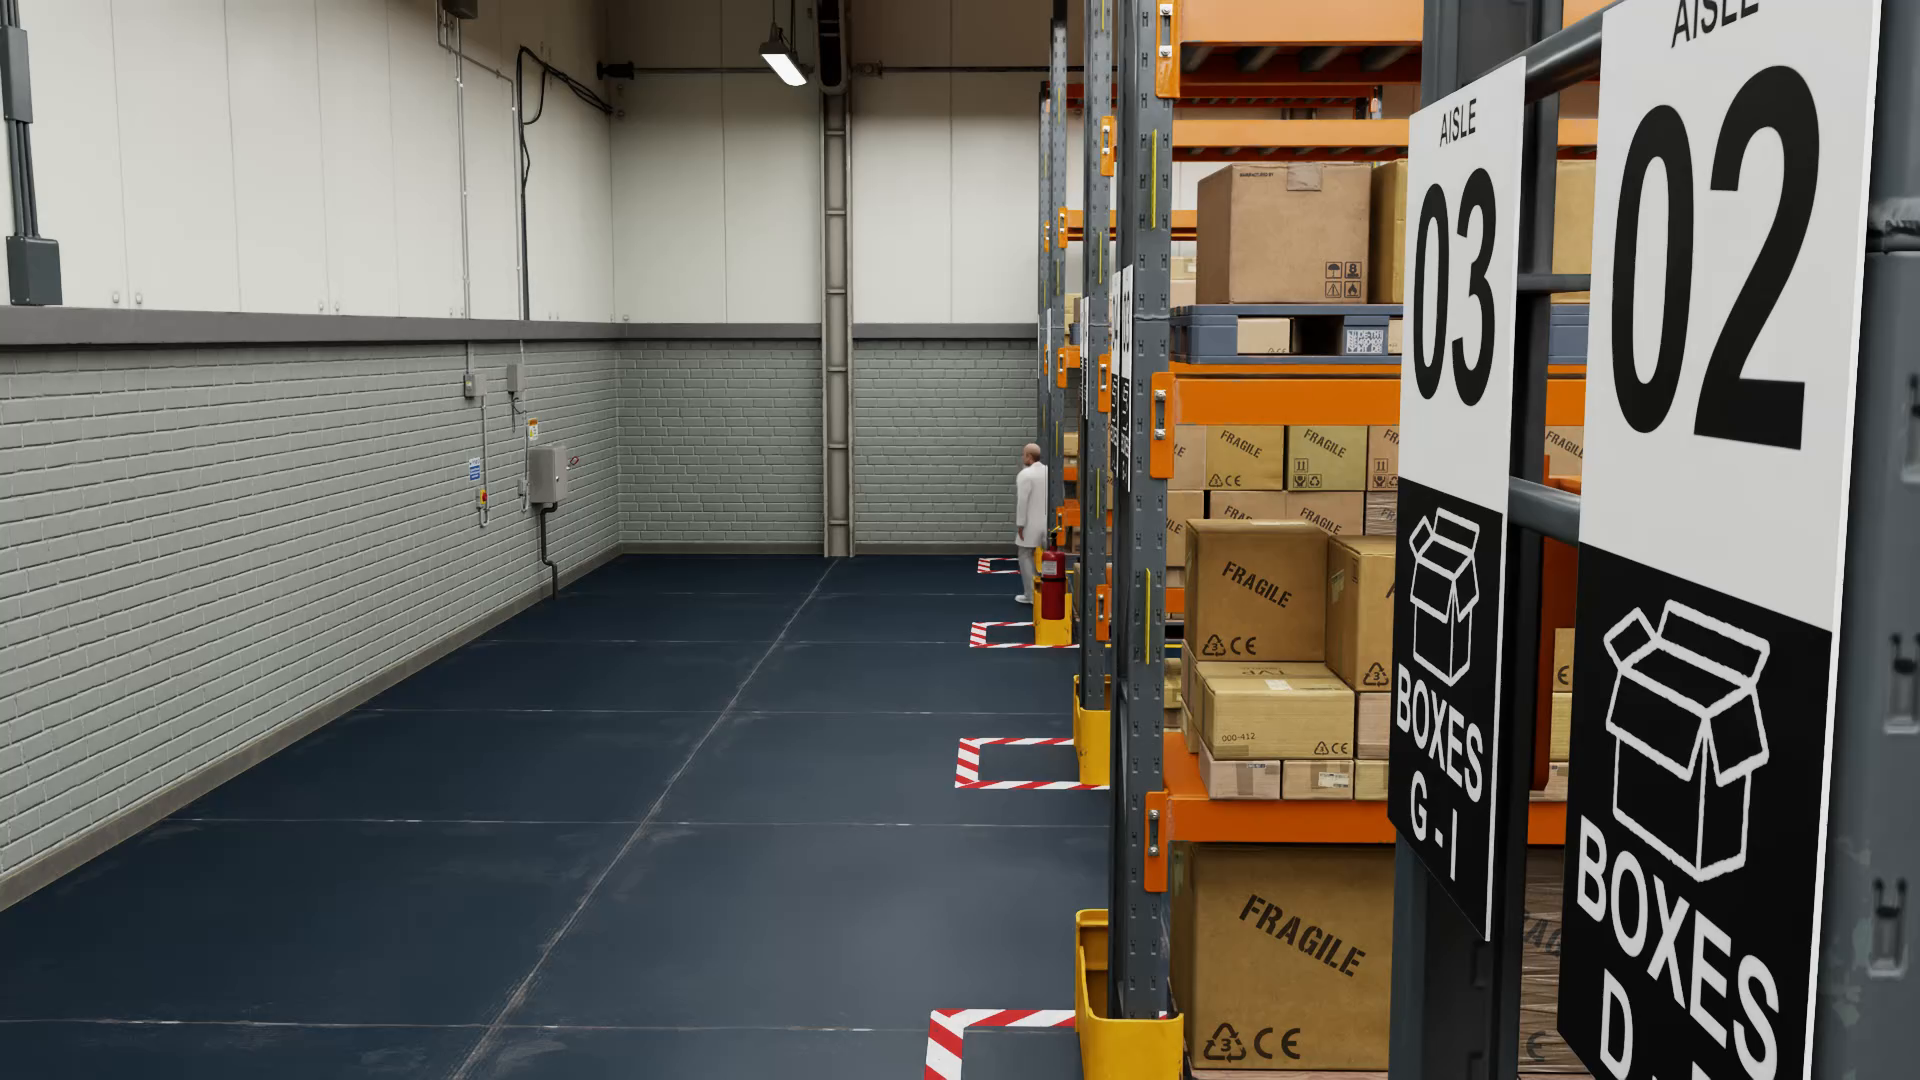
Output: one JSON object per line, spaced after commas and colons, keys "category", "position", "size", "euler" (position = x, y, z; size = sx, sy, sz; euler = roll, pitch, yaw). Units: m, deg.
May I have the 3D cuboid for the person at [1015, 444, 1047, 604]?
{"category": "person", "position": [0.873, -0.168, 18.186], "size": [0.597, 1.767, 0.630], "euler": [-4, 8, -31]}
